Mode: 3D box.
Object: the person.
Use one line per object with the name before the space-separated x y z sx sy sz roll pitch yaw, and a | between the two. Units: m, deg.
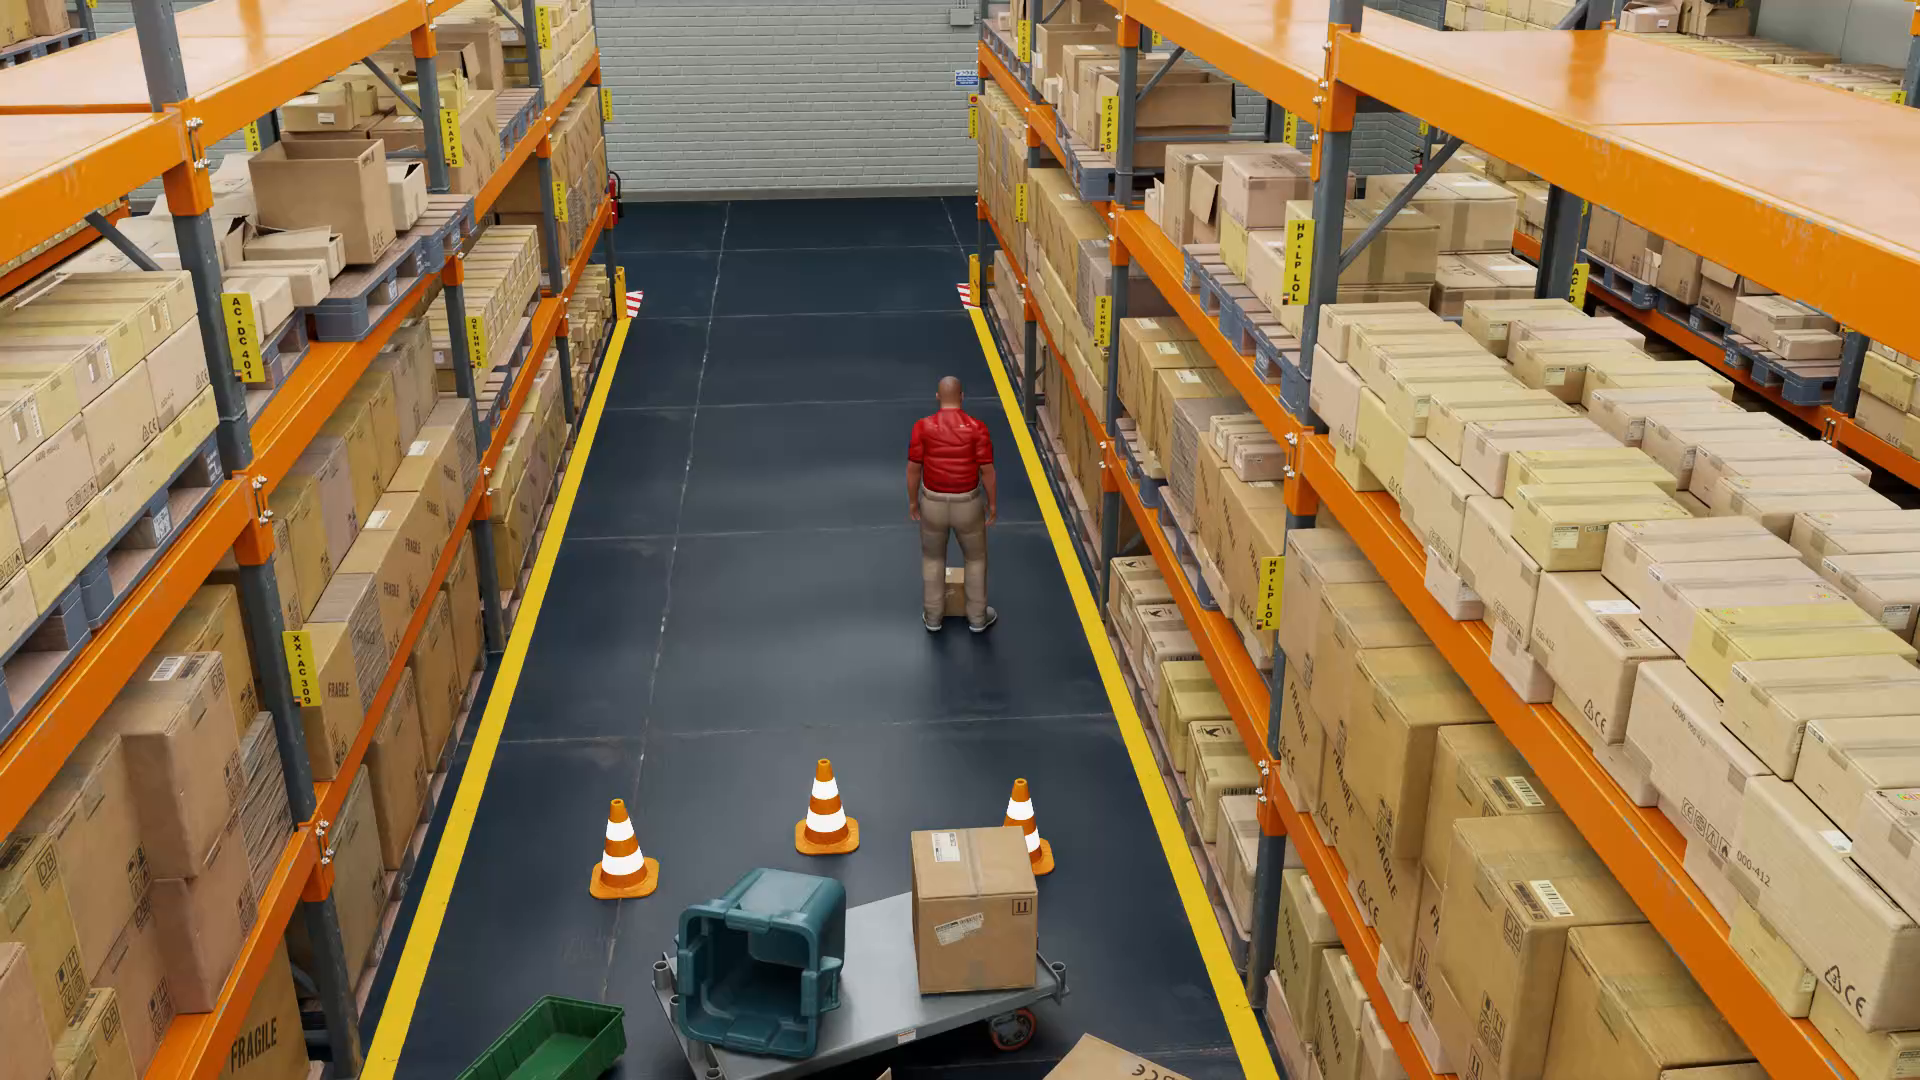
person | -0.050 -0.224 10.856 0.586 1.727 0.393 3 24 6
